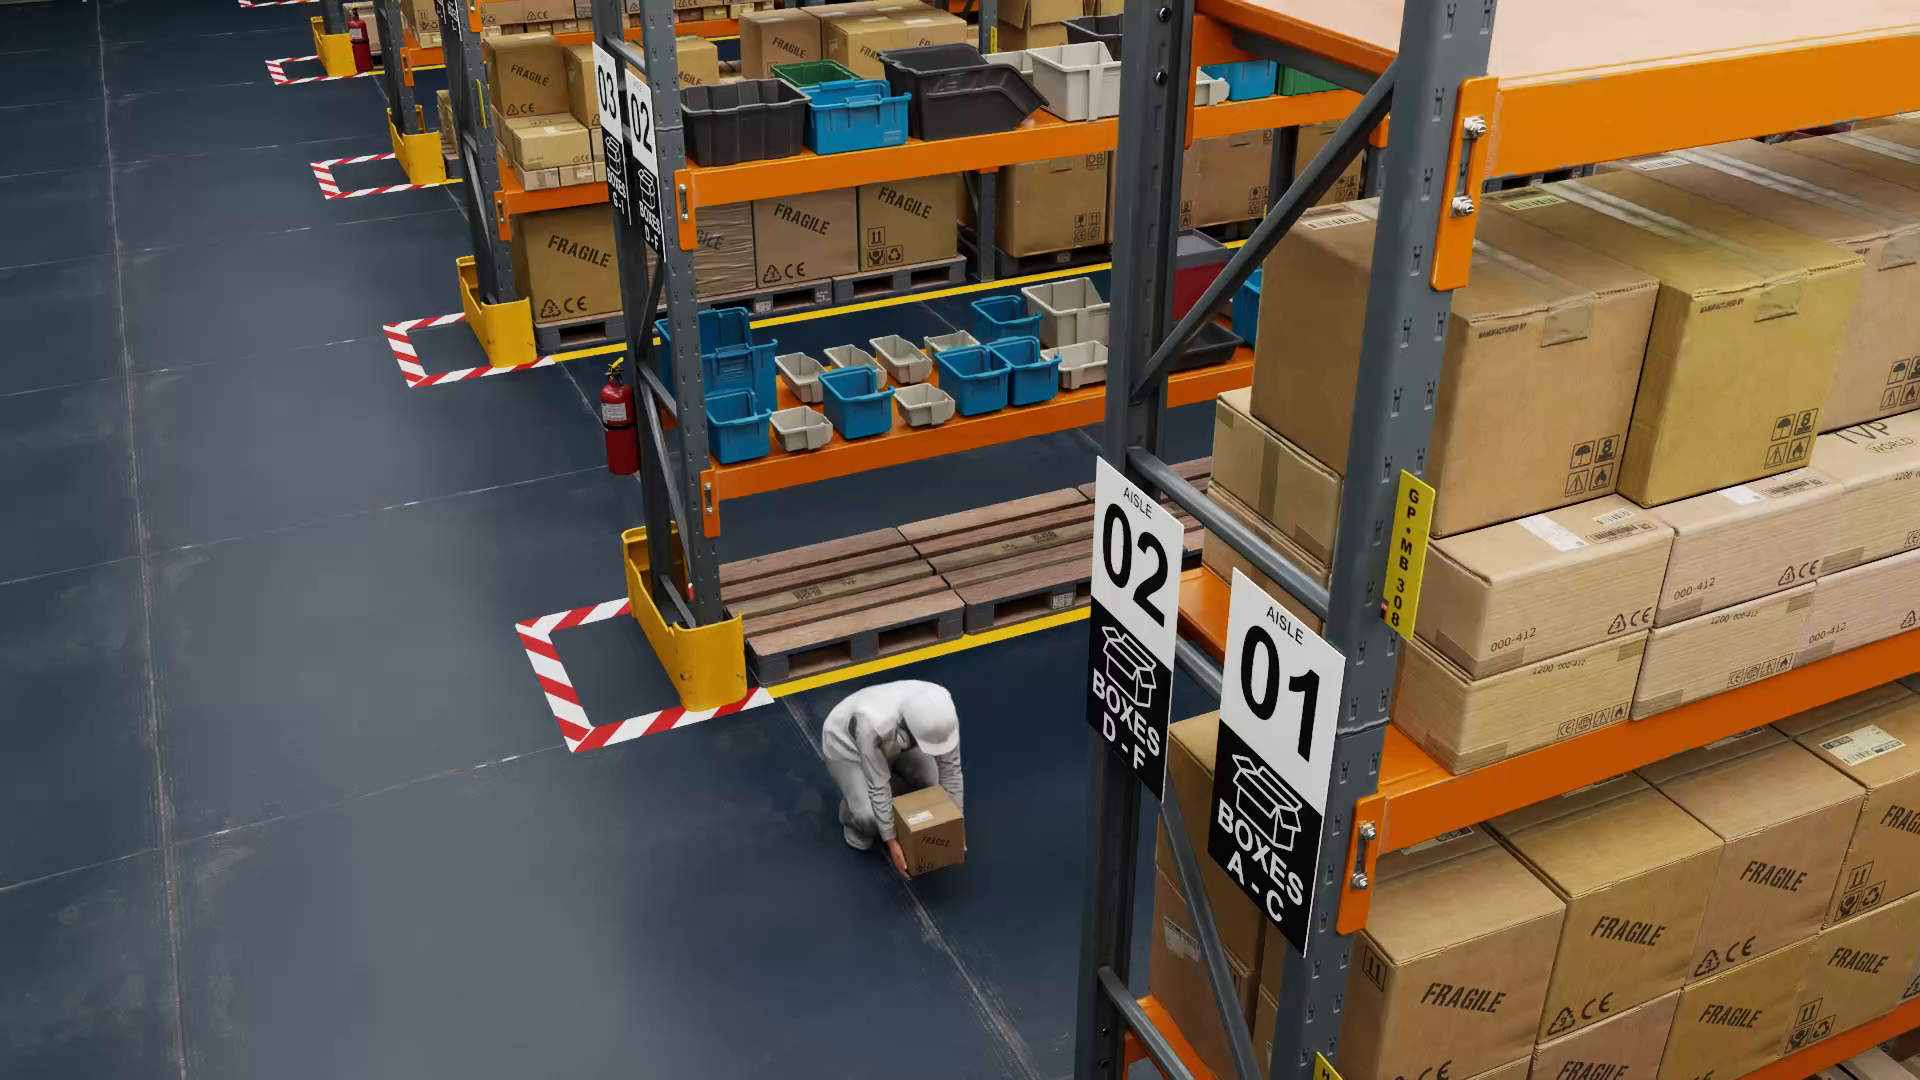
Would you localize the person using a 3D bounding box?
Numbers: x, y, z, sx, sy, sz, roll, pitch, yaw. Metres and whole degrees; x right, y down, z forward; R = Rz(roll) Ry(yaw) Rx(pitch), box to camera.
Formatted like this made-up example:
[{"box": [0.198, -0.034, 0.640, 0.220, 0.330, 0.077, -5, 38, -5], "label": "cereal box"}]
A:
[{"box": [-0.286, 0.973, 7.488, 0.525, 1.011, 0.881, -14, 32, -23], "label": "person"}]
